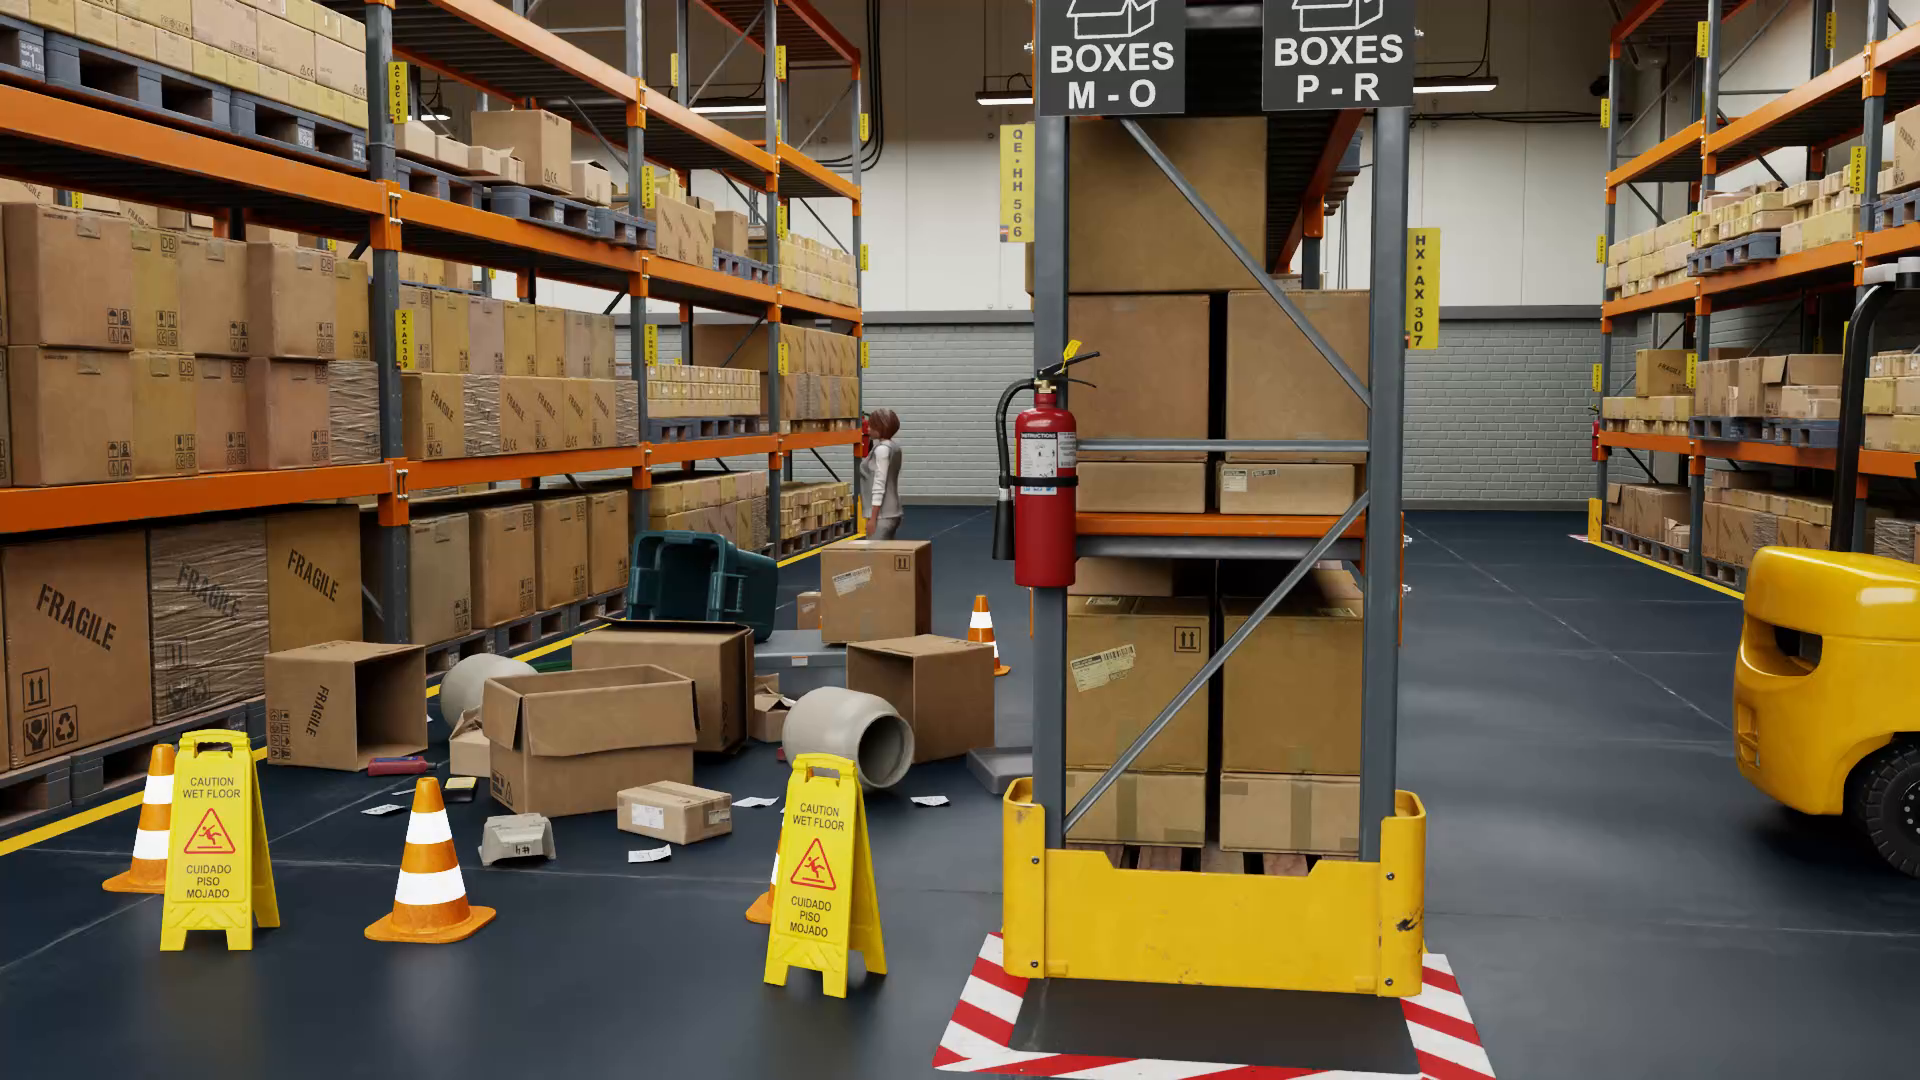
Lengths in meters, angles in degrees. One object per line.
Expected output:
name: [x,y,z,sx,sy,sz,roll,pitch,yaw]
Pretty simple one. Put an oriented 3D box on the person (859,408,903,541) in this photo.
person: [-0.558,-0.146,11.922,0.308,1.596,0.405,1,5,10]
